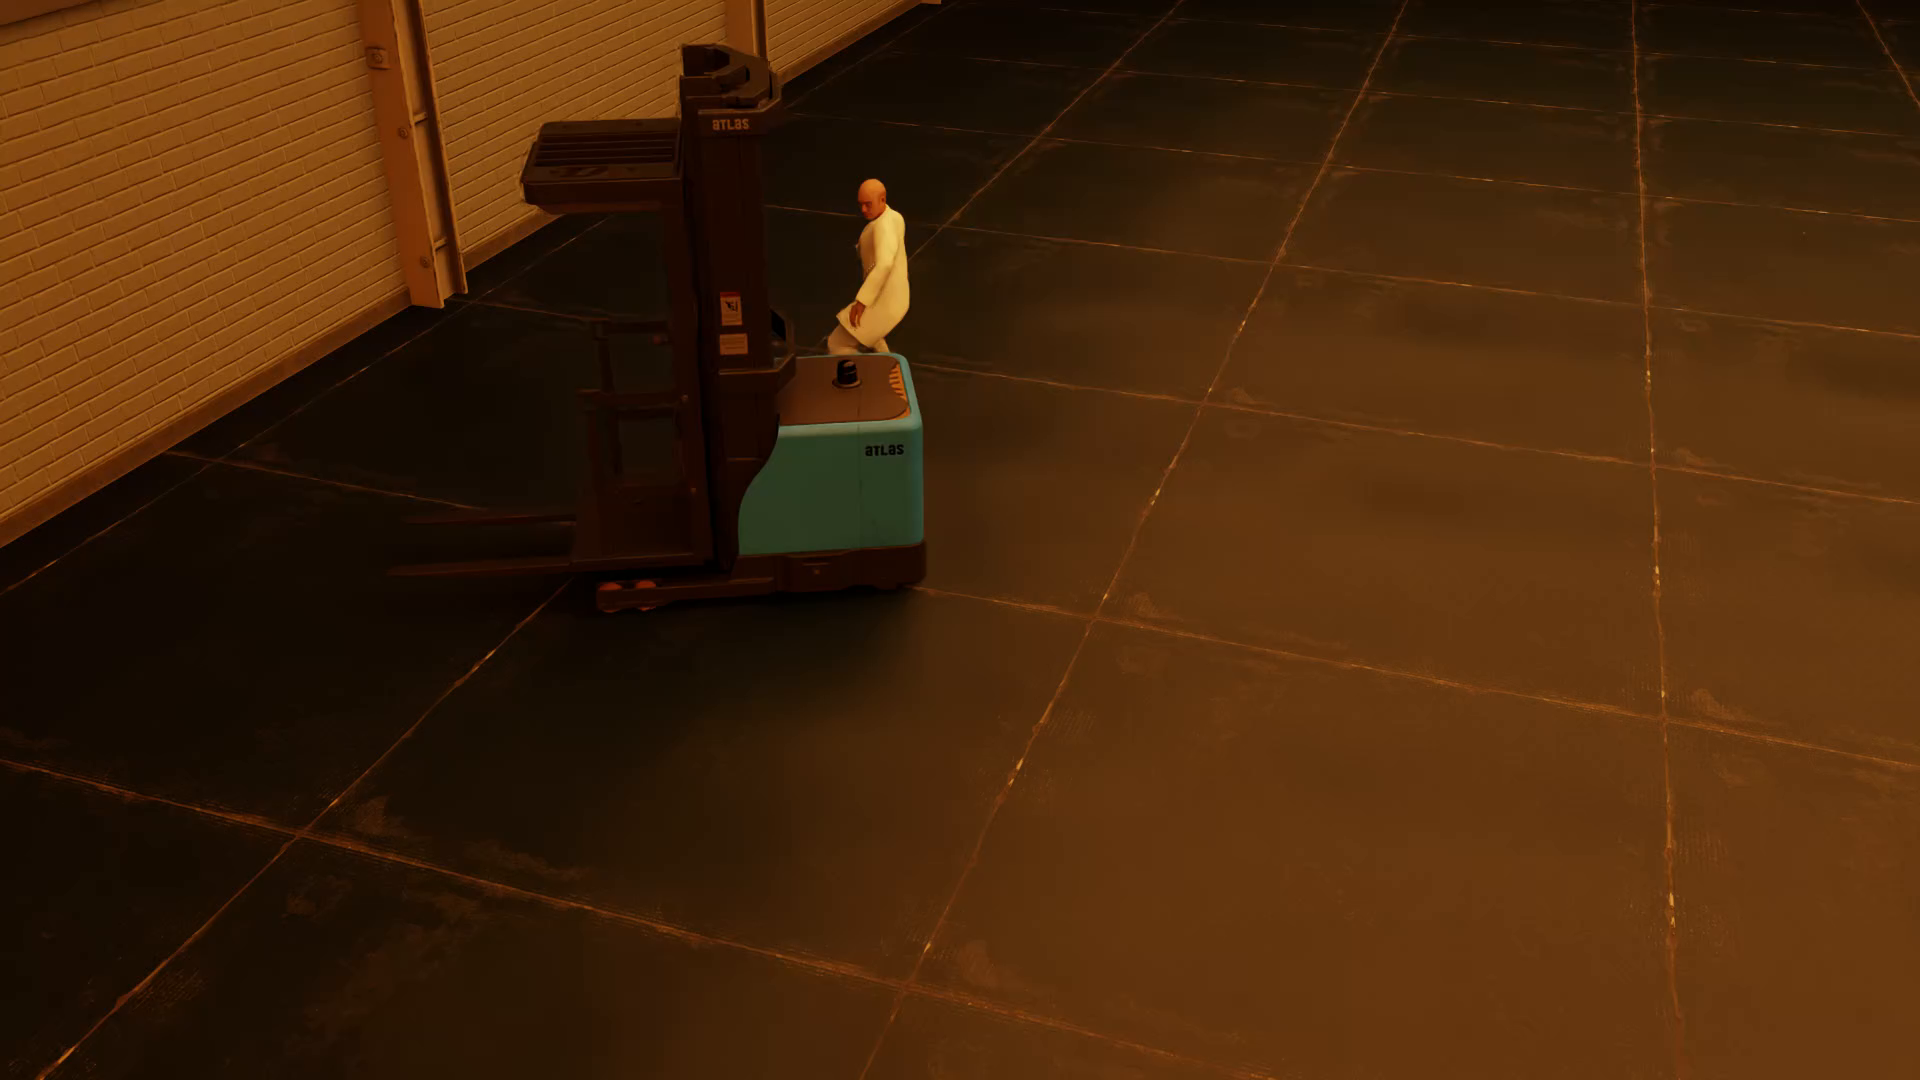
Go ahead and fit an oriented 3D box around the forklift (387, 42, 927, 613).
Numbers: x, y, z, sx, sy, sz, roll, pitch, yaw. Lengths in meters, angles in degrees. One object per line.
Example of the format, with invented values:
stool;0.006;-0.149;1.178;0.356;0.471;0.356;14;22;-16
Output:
forklift;-1.748;-1.141;9.137;3.031;2.935;1.130;-3;30;-6

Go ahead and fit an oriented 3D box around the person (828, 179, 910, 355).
person;-0.553;-1.666;11.422;0.542;1.658;1.120;9;31;15
